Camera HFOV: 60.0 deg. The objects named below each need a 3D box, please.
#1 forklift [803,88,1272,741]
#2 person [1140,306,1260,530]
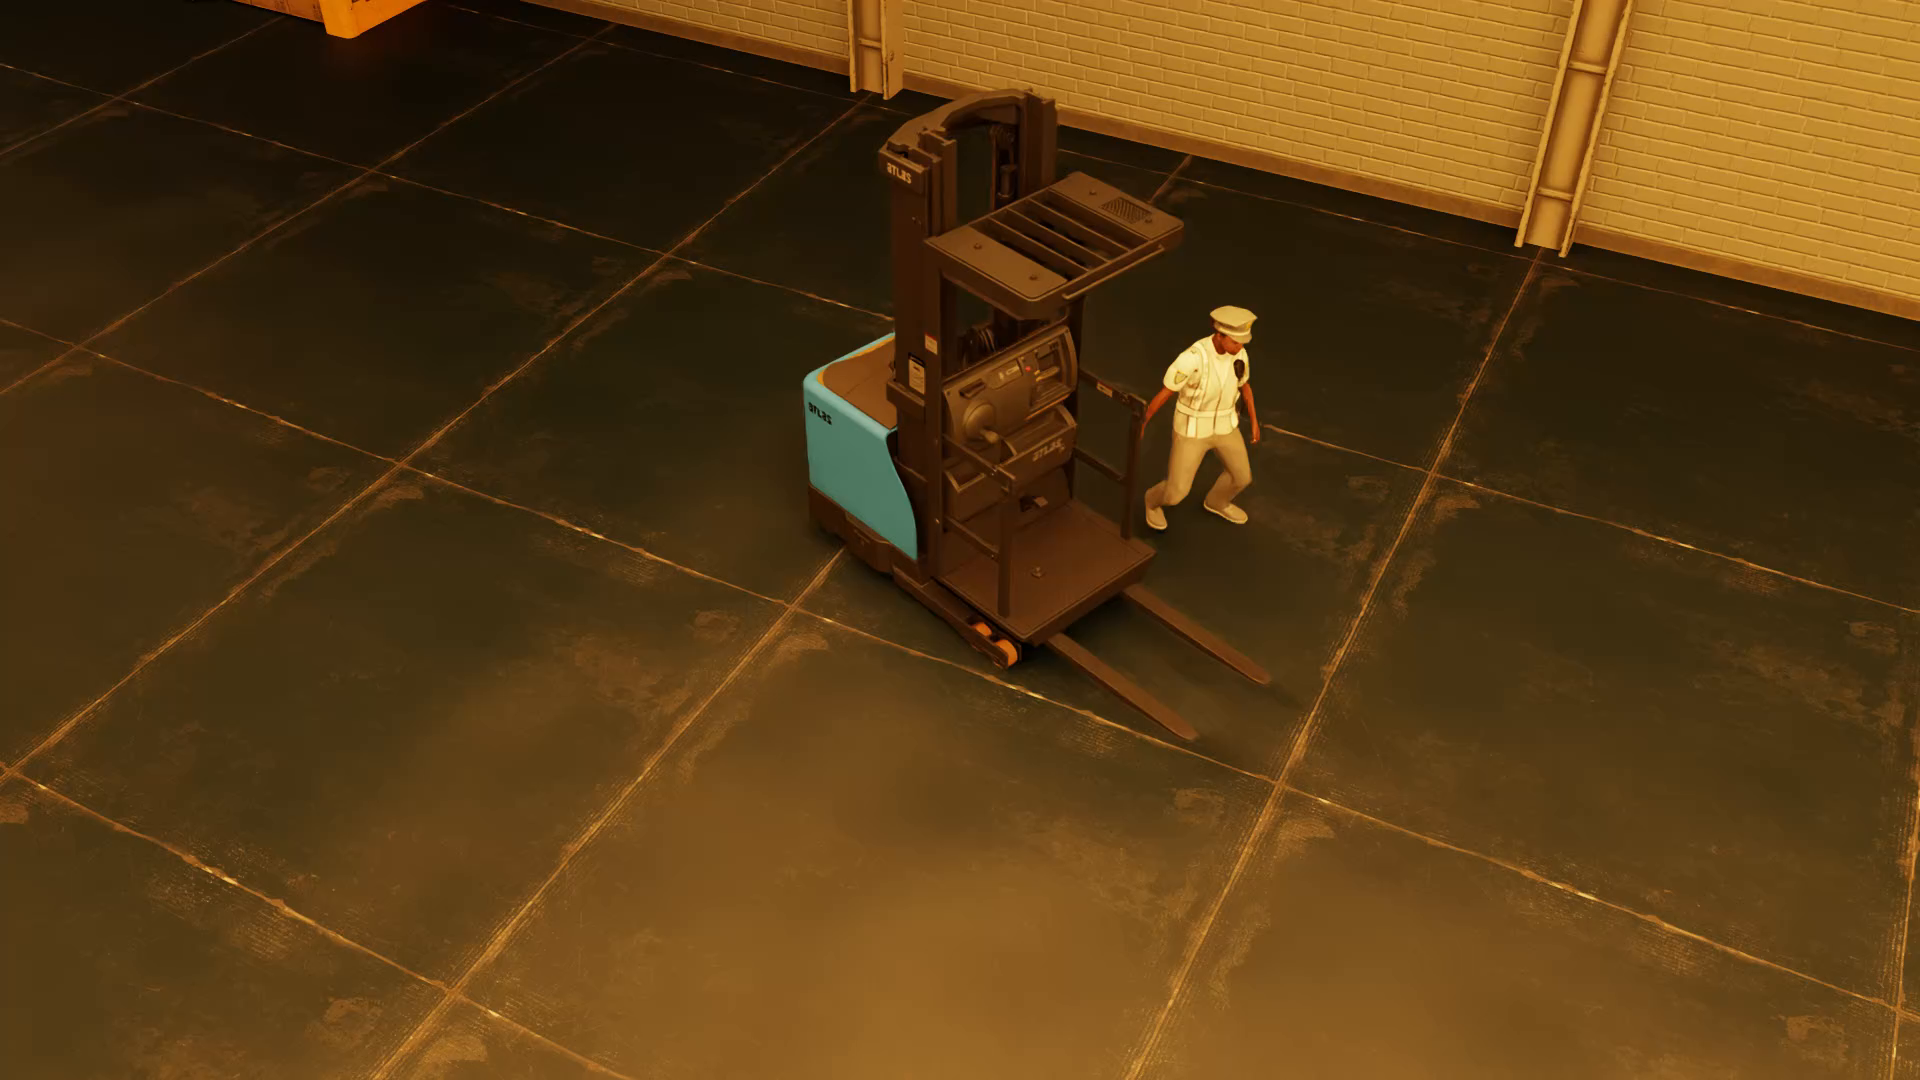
[{"bbox_3d":[0.426,-0.770,8.900,1.130,2.935,3.031,-31,49,-31],"label":"forklift"},{"bbox_3d":[1.404,-0.693,9.868,0.798,1.588,0.468,-11,41,-13],"label":"person"}]
